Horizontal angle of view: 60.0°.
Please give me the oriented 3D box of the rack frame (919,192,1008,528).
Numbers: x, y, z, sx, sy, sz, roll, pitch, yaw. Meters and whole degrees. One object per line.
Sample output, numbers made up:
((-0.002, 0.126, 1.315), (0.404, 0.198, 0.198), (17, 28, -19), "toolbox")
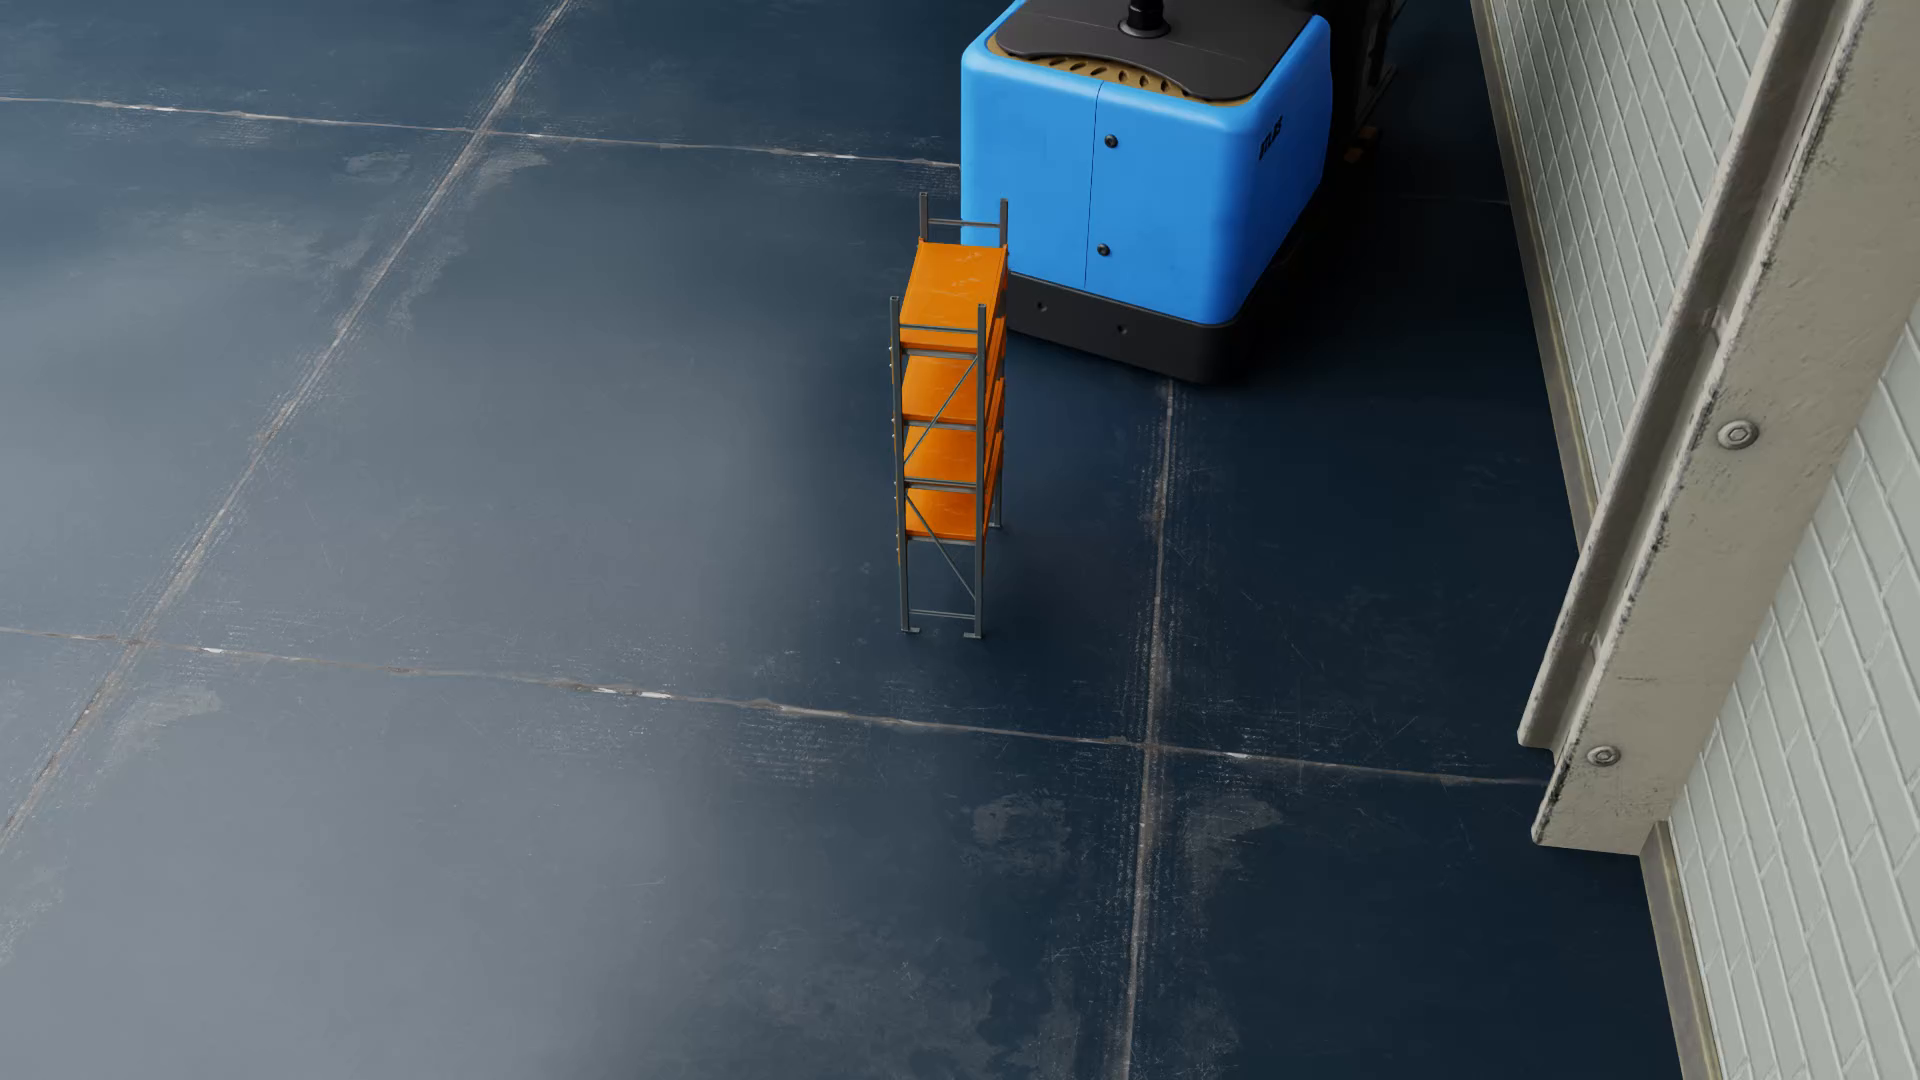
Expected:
((0.010, -0.489, 4.894), (0.240, 1.200, 0.015), (5, 44, 6), "rack frame")

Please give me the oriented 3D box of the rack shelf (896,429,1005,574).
((-0.022, -0.130, 4.901), (0.258, 0.148, 0.480), (5, 44, 6), "rack shelf")

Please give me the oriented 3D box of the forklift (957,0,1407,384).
((1.093, -2.615, 5.880), (1.130, 2.935, 3.031), (19, 47, 19), "forklift")

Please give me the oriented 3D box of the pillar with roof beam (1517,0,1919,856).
((-2.570, -2.976, 1.848), (9.100, 9.000, 0.400), (5, 44, 6), "pillar with roof beam")

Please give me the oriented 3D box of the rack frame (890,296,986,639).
((-0.054, -0.157, 4.543), (0.240, 1.200, 0.015), (5, 44, 6), "rack frame")

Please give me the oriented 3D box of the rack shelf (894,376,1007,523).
((-0.022, -0.274, 4.765), (0.258, 0.148, 0.480), (5, 44, 6), "rack shelf")

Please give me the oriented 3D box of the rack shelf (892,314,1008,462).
((-0.022, -0.436, 4.611), (0.258, 0.148, 0.480), (5, 44, 6), "rack shelf")

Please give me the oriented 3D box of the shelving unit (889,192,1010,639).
((-0.022, -0.323, 4.718), (0.258, 1.200, 0.503), (5, 44, 6), "shelving unit")

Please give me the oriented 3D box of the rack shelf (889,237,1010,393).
((-0.022, -0.608, 4.448), (0.258, 0.148, 0.480), (5, 44, 6), "rack shelf")
